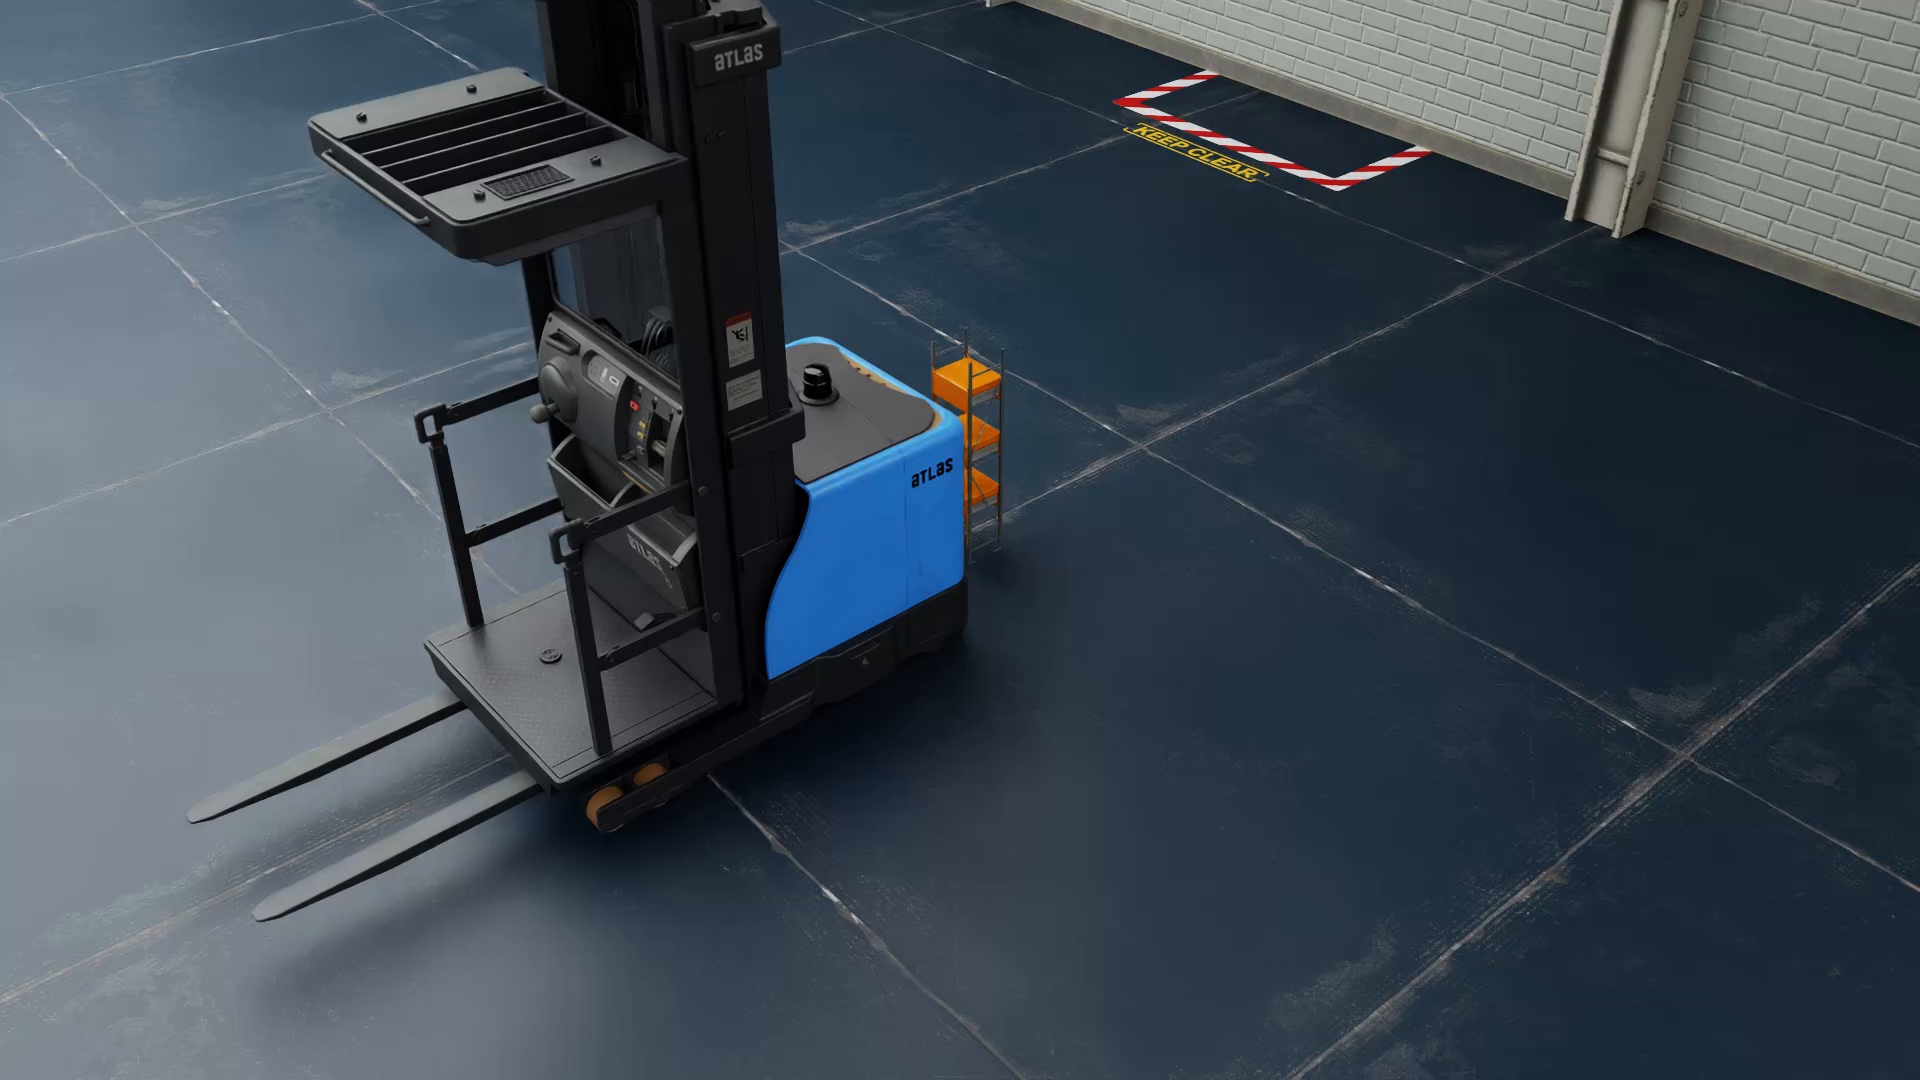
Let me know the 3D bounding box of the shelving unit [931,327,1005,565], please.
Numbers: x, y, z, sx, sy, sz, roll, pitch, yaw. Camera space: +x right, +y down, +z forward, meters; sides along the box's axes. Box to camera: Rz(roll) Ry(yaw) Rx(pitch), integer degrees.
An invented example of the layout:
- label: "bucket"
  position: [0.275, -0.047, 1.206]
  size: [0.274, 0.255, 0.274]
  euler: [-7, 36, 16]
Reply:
- label: "shelving unit"
  position: [0.035, -0.405, 7.413]
  size: [0.215, 1.050, 0.252]
  euler: [-26, 43, -32]

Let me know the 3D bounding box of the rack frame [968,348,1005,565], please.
- label: "rack frame"
  position: [0.113, -0.351, 7.337]
  size: [0.200, 1.050, 0.008]
  euler: [-26, 43, -32]

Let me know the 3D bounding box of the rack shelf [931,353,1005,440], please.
- label: "rack shelf"
  position: [0.035, -0.628, 7.255]
  size: [0.215, 0.259, 0.240]
  euler: [-26, 43, -32]

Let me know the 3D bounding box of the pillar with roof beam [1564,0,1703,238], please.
- label: "pillar with roof beam"
  position: [0.828, -4.098, 5.750]
  size: [9.100, 9.000, 0.400]
  euler: [-26, 43, -32]

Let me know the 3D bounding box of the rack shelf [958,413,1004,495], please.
- label: "rack shelf"
  position: [0.035, -0.396, 7.419]
  size: [0.215, 0.259, 0.240]
  euler: [-26, 43, -32]

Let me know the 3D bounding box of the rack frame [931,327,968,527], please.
- label: "rack frame"
  position: [-0.044, -0.459, 7.489]
  size: [0.200, 1.050, 0.008]
  euler: [-26, 43, -32]

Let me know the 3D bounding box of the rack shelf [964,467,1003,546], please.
- label: "rack shelf"
  position: [0.035, -0.169, 7.580]
  size: [0.215, 0.259, 0.240]
  euler: [-26, 43, -32]

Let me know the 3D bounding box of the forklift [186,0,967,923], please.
- label: "forklift"
  position: [-1.416, -0.452, 5.852]
  size: [3.031, 2.935, 1.130]
  euler: [-26, 43, -32]
